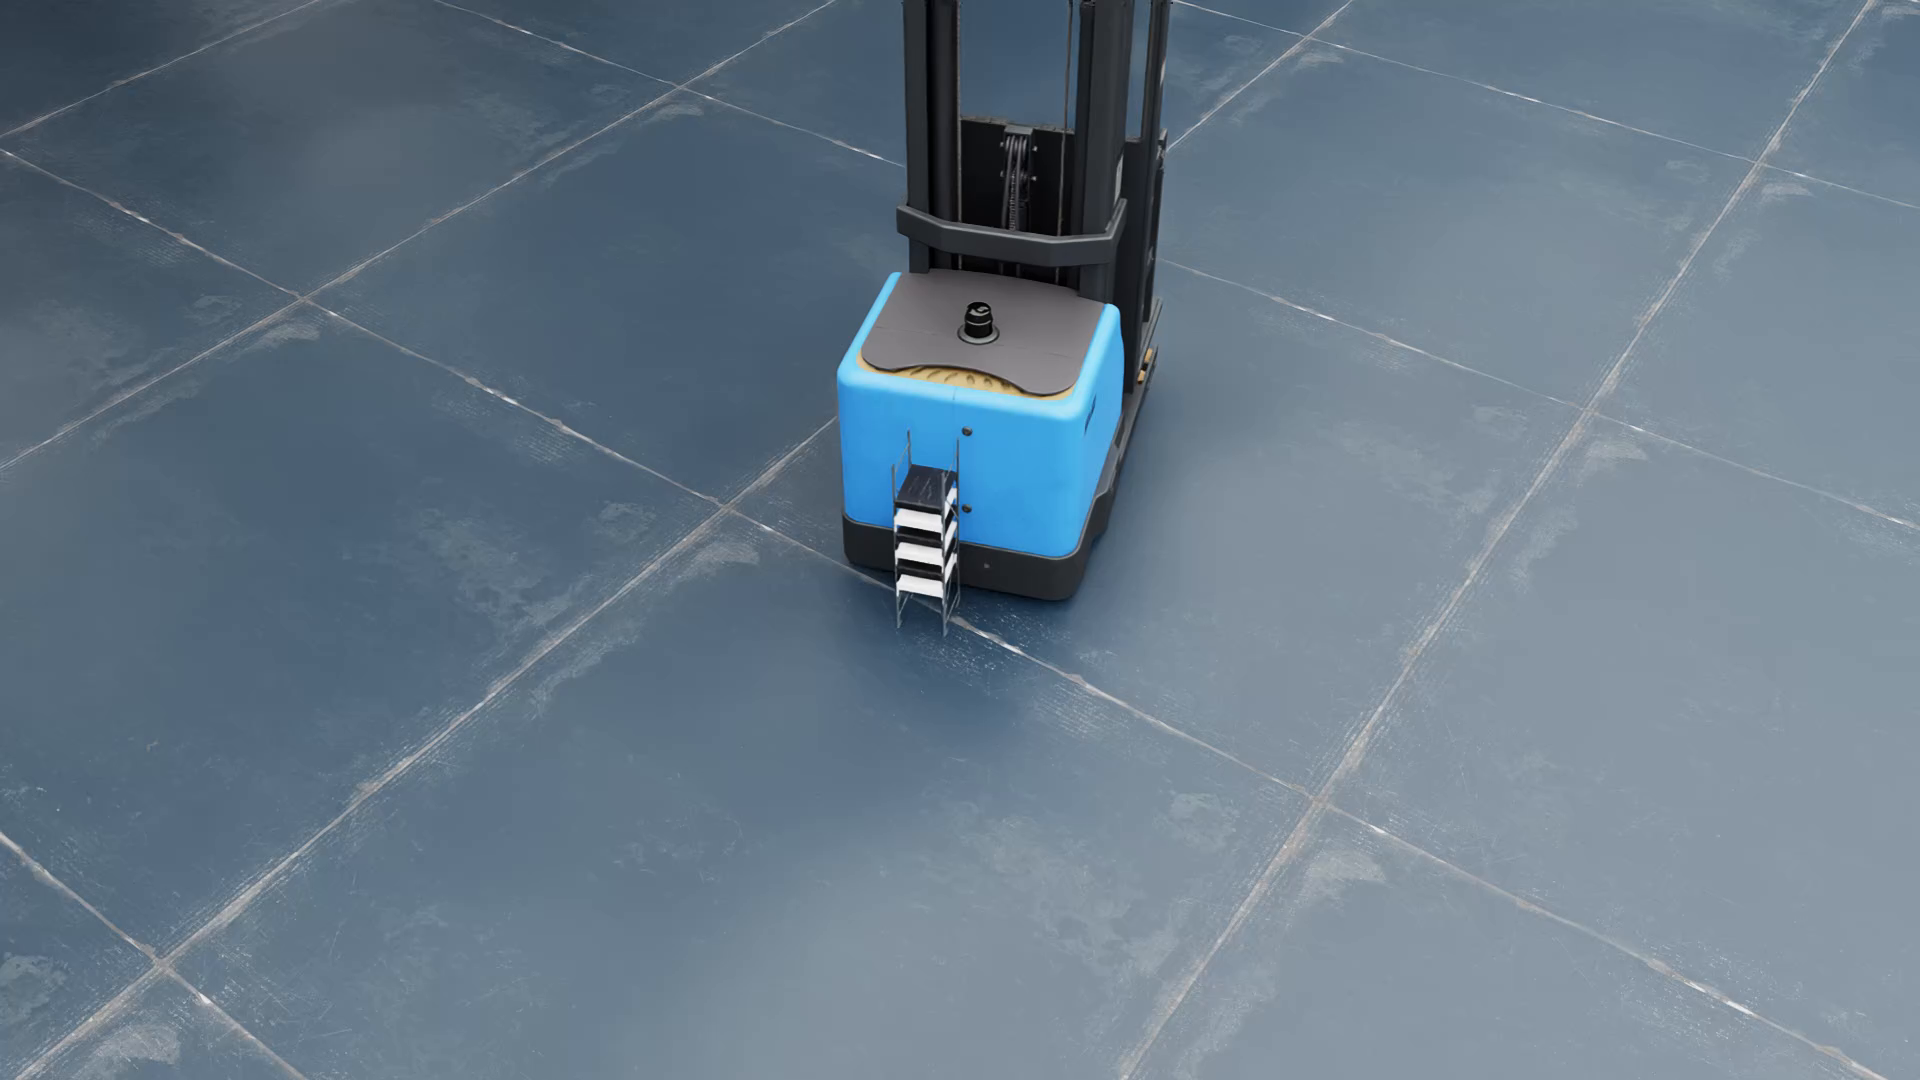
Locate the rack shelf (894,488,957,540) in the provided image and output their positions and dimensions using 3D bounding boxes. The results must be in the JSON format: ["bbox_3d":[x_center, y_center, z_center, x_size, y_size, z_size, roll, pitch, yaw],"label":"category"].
[{"bbox_3d":[-0.134,-0.123,6.741,0.200,0.077,0.258,10,43,11],"label":"rack shelf"}]

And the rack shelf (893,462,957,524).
[{"bbox_3d":[-0.134,-0.190,6.680,0.200,0.077,0.258,10,43,11],"label":"rack shelf"}]

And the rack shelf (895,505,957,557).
[{"bbox_3d":[-0.134,-0.056,6.801,0.200,0.077,0.258,10,43,11],"label":"rack shelf"}]

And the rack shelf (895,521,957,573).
[{"bbox_3d":[-0.134,0.011,6.861,0.200,0.077,0.258,10,43,11],"label":"rack shelf"}]

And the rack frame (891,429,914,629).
[{"bbox_3d":[-0.232,-0.032,6.859,0.006,0.900,0.240,10,43,11],"label":"rack frame"}]

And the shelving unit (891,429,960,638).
[{"bbox_3d":[-0.134,-0.014,6.839,0.210,0.900,0.258,10,43,11],"label":"shelving unit"}]

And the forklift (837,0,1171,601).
[{"bbox_3d":[0.369,-1.829,7.344,1.130,2.935,3.031,10,43,11],"label":"forklift"}]

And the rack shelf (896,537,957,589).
[{"bbox_3d":[-0.134,0.077,6.921,0.200,0.077,0.258,10,43,11],"label":"rack shelf"}]

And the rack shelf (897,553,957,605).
[{"bbox_3d":[-0.134,0.144,6.981,0.200,0.077,0.258,10,43,11],"label":"rack shelf"}]

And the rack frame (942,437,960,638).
[{"bbox_3d":[-0.036,0.004,6.819,0.006,0.900,0.240,10,43,11],"label":"rack frame"}]
